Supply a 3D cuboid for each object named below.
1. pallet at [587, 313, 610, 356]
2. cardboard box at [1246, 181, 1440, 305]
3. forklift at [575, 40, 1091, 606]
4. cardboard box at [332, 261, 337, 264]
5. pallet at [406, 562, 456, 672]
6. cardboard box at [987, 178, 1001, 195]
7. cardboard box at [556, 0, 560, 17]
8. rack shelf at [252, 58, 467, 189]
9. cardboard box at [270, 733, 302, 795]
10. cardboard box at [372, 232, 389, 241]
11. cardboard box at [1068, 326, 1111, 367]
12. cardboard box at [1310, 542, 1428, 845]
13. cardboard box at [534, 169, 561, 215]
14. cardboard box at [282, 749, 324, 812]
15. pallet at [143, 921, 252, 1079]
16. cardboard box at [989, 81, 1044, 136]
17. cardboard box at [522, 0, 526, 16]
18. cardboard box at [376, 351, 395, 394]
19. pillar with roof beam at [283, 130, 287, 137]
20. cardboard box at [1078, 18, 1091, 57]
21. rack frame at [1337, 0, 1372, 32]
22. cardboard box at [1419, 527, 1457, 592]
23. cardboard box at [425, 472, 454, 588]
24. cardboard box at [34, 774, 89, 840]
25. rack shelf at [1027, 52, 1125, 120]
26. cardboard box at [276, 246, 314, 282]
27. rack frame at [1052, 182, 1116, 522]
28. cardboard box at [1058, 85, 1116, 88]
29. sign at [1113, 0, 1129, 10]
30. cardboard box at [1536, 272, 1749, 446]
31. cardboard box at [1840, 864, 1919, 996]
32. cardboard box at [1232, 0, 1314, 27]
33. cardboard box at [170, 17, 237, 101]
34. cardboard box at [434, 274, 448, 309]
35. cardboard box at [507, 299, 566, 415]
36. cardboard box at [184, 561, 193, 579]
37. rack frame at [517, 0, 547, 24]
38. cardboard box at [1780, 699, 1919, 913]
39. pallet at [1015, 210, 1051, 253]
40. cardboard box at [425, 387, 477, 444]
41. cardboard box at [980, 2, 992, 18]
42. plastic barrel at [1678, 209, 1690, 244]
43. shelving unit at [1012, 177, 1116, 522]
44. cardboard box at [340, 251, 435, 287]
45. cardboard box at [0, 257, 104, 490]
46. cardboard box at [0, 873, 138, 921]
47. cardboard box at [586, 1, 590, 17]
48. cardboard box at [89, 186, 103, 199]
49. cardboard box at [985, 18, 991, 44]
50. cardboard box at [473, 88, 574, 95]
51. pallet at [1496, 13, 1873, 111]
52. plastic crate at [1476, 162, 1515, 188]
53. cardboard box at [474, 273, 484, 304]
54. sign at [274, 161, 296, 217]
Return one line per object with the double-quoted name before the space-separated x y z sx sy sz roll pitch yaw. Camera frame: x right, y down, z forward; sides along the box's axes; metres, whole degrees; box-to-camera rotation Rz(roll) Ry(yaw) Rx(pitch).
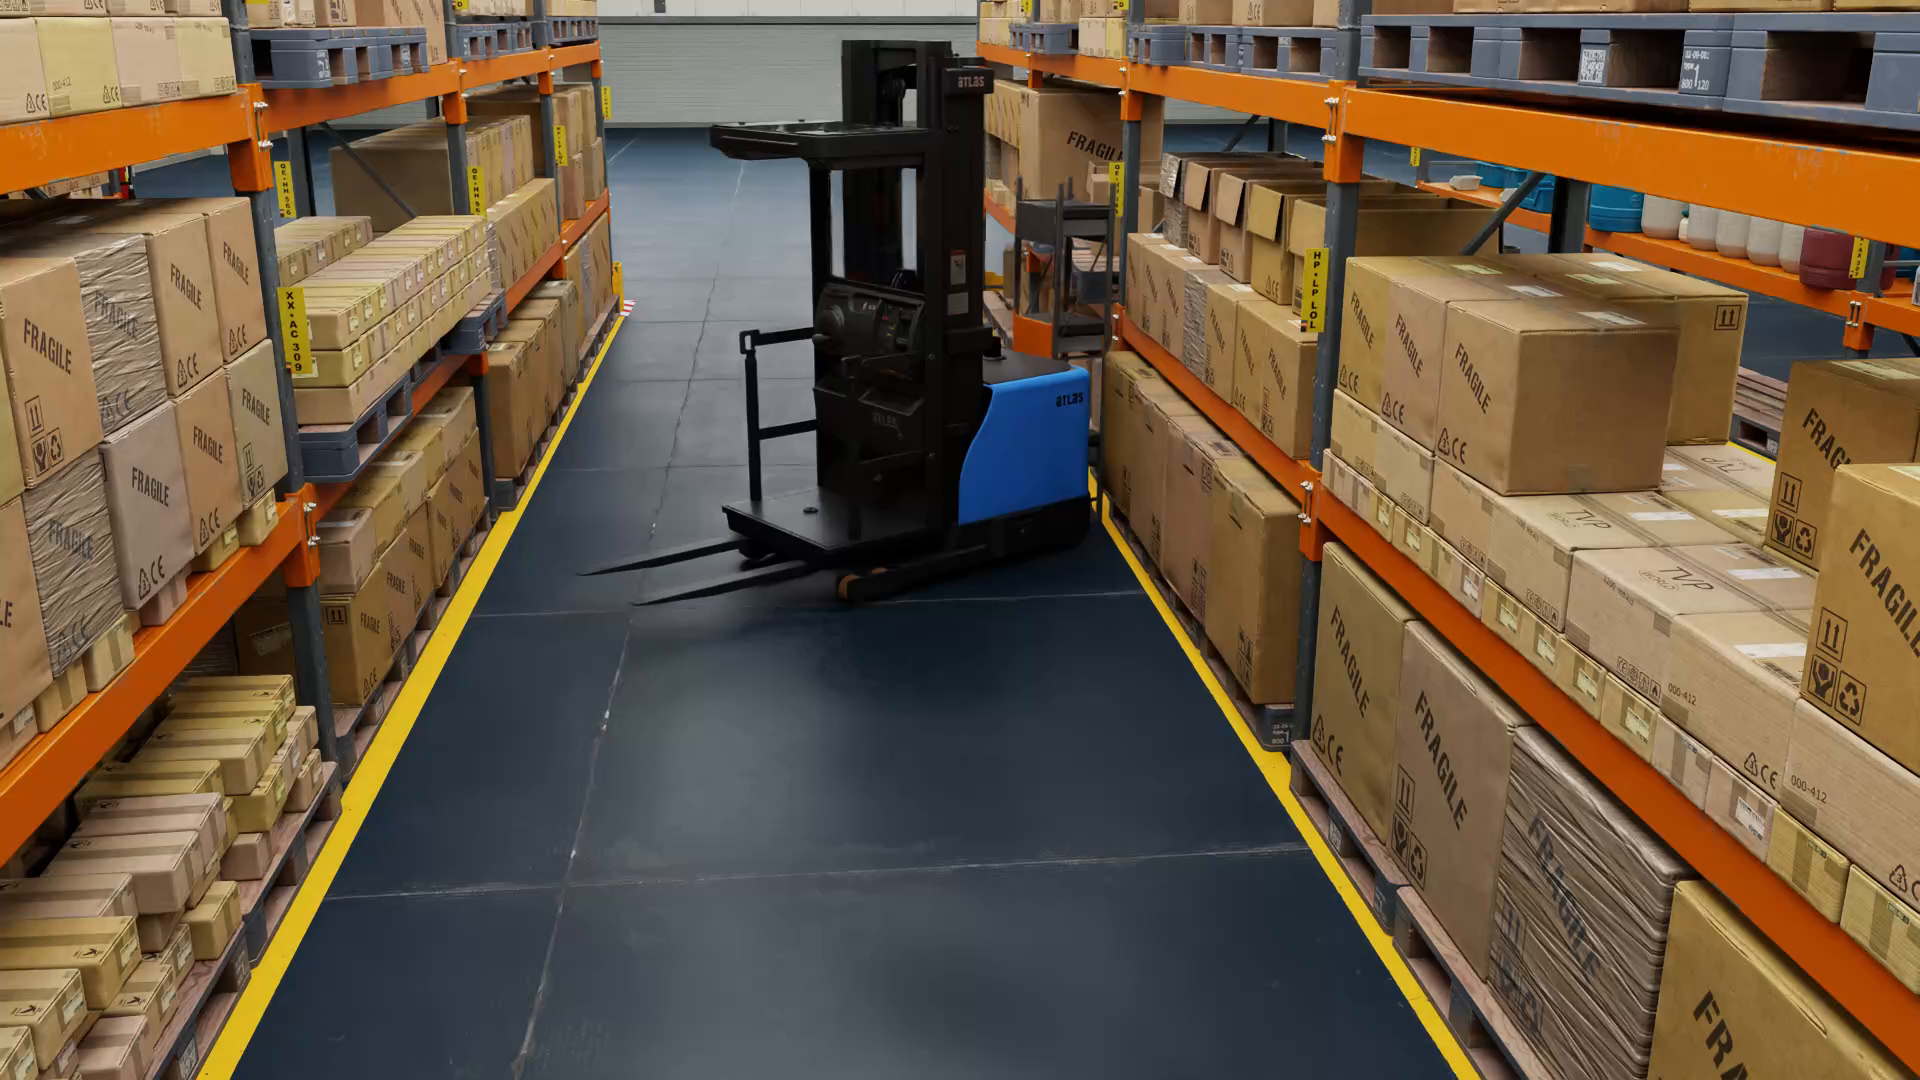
"pallet" -3.982 -1.996 16.181 1.003 0.211 1.213 -2 18 -6
"cardboard box" 1.784 -1.394 7.767 0.797 0.503 0.637 -2 17 -5
"forklift" -0.674 -1.222 9.176 3.031 2.935 1.130 -14 22 -37
"cardboard box" -3.502 -1.378 8.780 0.380 0.149 0.250 -2 18 -5
"pallet" -3.238 0.385 8.599 1.003 0.211 1.213 -2 18 -6
"cardboard box" 0.489 -3.686 17.328 0.380 0.149 0.250 -2 18 -6
"cardboard box" -3.580 -4.488 14.009 0.380 0.149 0.250 -2 18 -5
"rack shelf" -3.233 -2.033 7.838 1.077 0.370 4.000 -2 18 -6
"cardboard box" -2.638 0.833 6.078 0.380 0.149 0.250 -3 18 -8
"cardboard box" -3.753 -1.715 10.464 0.500 0.500 0.500 -2 18 -6
"cardboard box" 1.223 -1.380 13.004 0.700 0.500 0.500 -3 18 -10
"cardboard box" 1.906 0.540 6.295 0.875 0.875 0.875 -2 18 -6
"cardboard box" -3.902 -2.914 14.200 0.875 0.550 0.550 -2 18 -6
"cardboard box" -2.647 0.917 6.307 0.380 0.149 0.250 -2 17 -5
"pallet" -2.793 1.544 4.905 1.003 0.211 1.213 -2 18 -6
"cardboard box" 0.563 -4.244 16.355 0.500 0.500 0.500 -2 18 -6
"cardboard box" -3.620 -4.135 12.715 0.500 0.250 0.500 -2 17 -5
"cardboard box" -2.666 -0.718 7.176 0.380 0.149 0.250 -2 18 -5
"pillar with roof beam" -13.751 -15.285 43.840 9.100 9.000 0.400 -2 18 -6
"cardboard box" 1.098 -3.455 11.417 0.500 0.250 0.500 -1 17 -4
"rack frame" 1.917 -3.335 5.776 1.000 3.000 0.127 -2 18 -6
"cardboard box" 1.727 0.057 5.407 0.380 0.149 0.250 -2 18 -6
"cardboard box" -2.991 -0.049 8.797 0.500 0.500 0.500 -3 18 -8
"cardboard box" -3.103 0.870 5.462 0.380 0.149 0.250 -2 18 -7
"rack shelf" 1.298 -3.348 12.027 1.077 0.370 4.000 -2 18 -6
"cardboard box" -3.447 -1.370 8.259 0.380 0.149 0.250 -1 17 -4
"rack frame" 0.737 -1.110 10.157 0.400 2.100 0.015 -7 18 -27
"cardboard box" 1.194 -3.962 15.458 0.500 0.500 0.500 -2 18 -6
"sign" 0.965 -3.326 9.892 0.100 0.325 0.005 -2 18 -6
"cardboard box" 2.278 -0.623 5.654 0.500 0.500 0.500 -2 18 -5
"cardboard box" 1.965 0.743 3.221 0.380 0.149 0.250 -1 17 -5
"cardboard box" 1.736 -2.737 8.006 0.797 0.503 0.637 -2 18 -6
"cardboard box" -2.708 -1.571 5.416 0.500 0.250 0.500 -1 17 -4
"cardboard box" -2.800 -1.246 8.360 0.380 0.149 0.250 -1 17 -4
"cardboard box" -3.603 -1.390 12.652 1.050 0.750 0.750 -2 18 -6
"cardboard box" -2.703 0.082 5.327 0.380 0.149 0.250 -2 18 -7
"rack frame" -3.852 -5.595 12.975 1.000 3.000 0.127 -2 18 -6
"cardboard box" 2.016 0.513 3.290 0.500 0.250 0.500 -2 18 -7
"pallet" 1.026 -2.532 13.555 1.003 0.211 1.213 -2 18 -6
"cardboard box" -3.108 -0.711 9.654 0.500 0.250 0.500 -2 18 -7
"cardboard box" 0.408 -5.428 17.036 0.380 0.149 0.250 -1 17 -4
"plastic barrel" 6.002 -2.544 13.503 0.301 0.262 0.301 0 17 0
"shelving unit" 0.623 -1.171 10.364 0.431 2.100 0.503 -7 18 -27
"cardboard box" -2.776 -1.311 8.069 0.380 0.149 0.250 -1 17 -4
"cardboard box" -2.542 -0.424 4.186 0.500 0.500 0.500 -2 18 -7
"cardboard box" -2.607 1.088 4.768 0.380 0.149 0.250 -2 18 -6
"cardboard box" -3.815 -5.168 16.175 0.380 0.149 0.250 -2 18 -5
"cardboard box" -8.790 -3.445 16.561 0.380 0.149 0.250 -2 18 -6
"cardboard box" 0.531 -5.102 16.664 0.500 0.250 0.500 -2 18 -7
"cardboard box" -4.194 -4.068 16.072 0.875 0.550 0.550 -2 18 -6
"pallet" 2.114 -1.255 4.306 1.003 0.211 1.213 -2 18 -6
"plastic crate" 5.955 -3.990 18.126 0.499 0.251 0.616 -2 18 -6
"cardboard box" -2.907 -1.415 9.394 0.380 0.149 0.250 -2 18 -6
"sign" -3.991 -2.075 9.847 0.100 0.325 0.005 -2 18 -6
